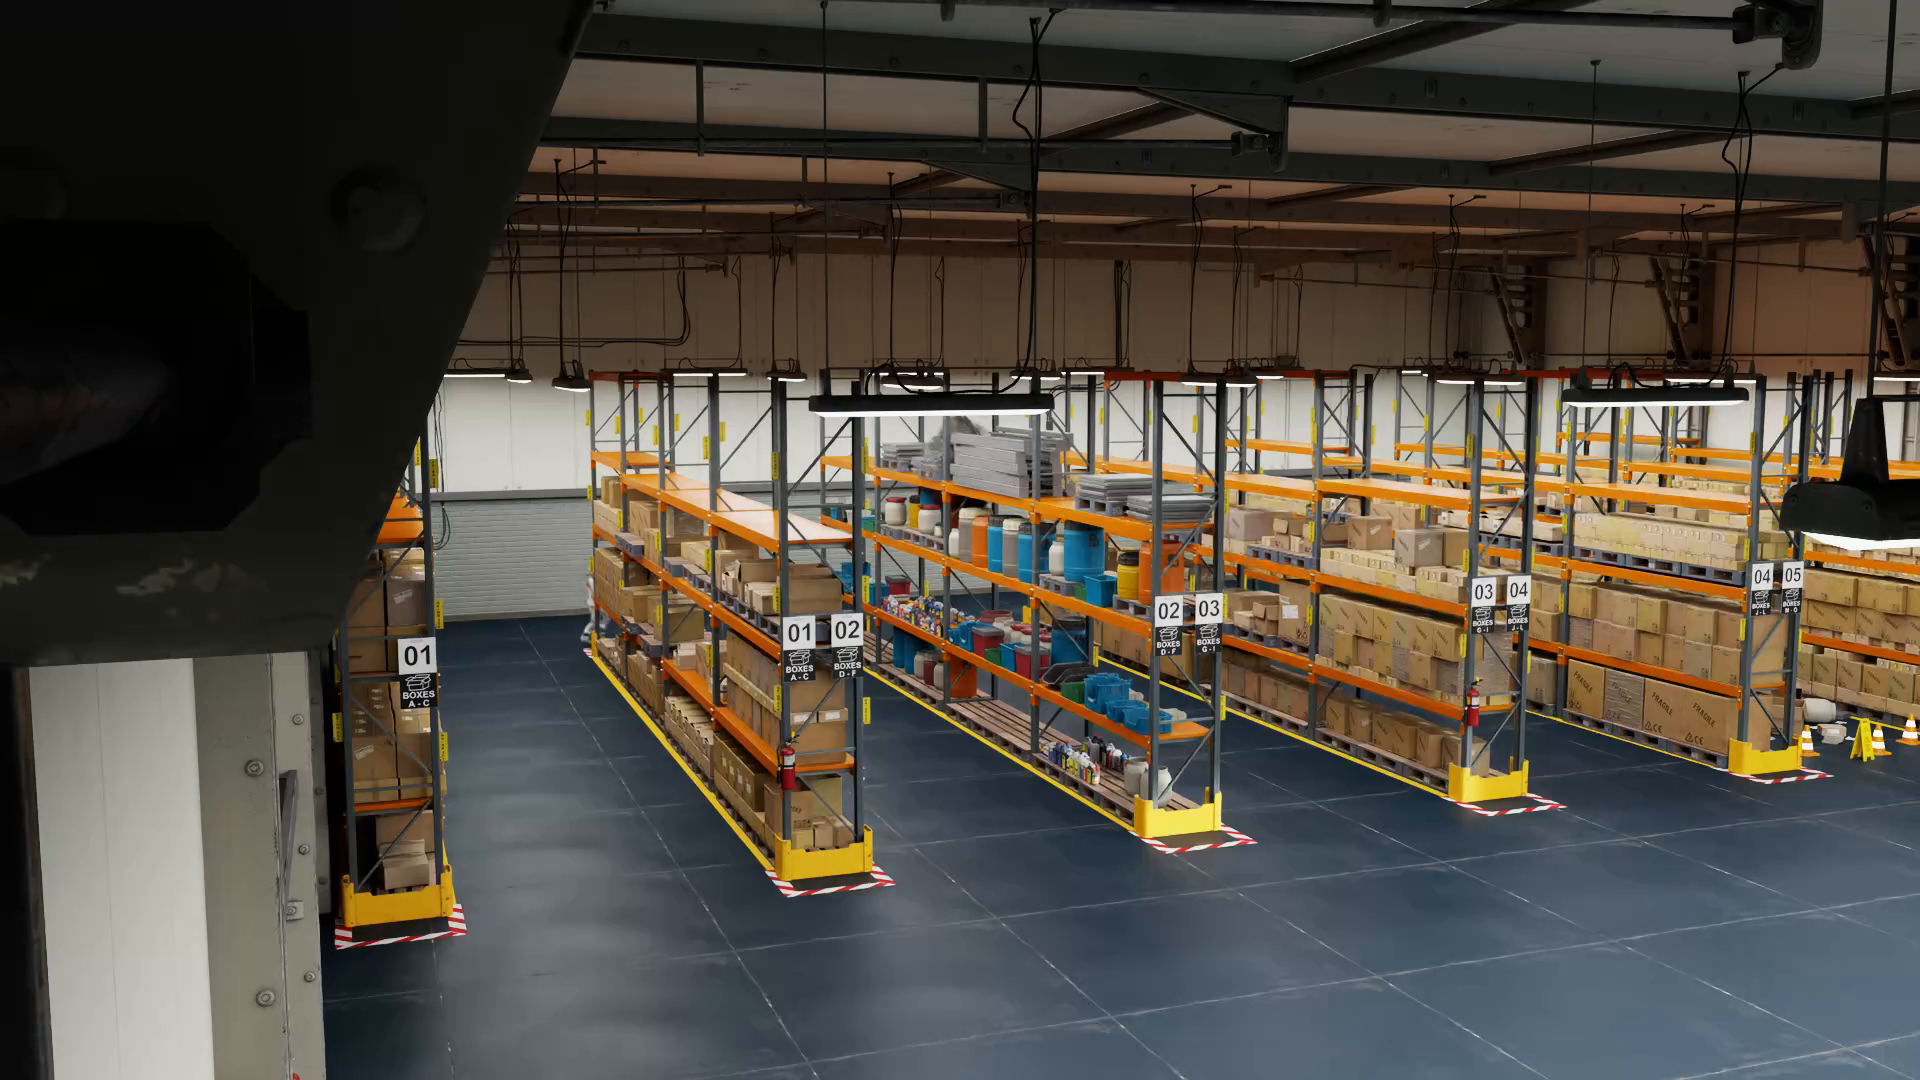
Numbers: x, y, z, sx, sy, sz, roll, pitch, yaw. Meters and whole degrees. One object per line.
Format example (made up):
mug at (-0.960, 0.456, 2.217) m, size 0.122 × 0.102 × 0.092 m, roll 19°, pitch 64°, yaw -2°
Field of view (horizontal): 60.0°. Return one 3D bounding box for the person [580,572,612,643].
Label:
person at (-7.940, 1.442, 36.150) m, size 0.679 × 1.805 × 0.669 m, roll -1°, pitch 6°, yaw -5°
